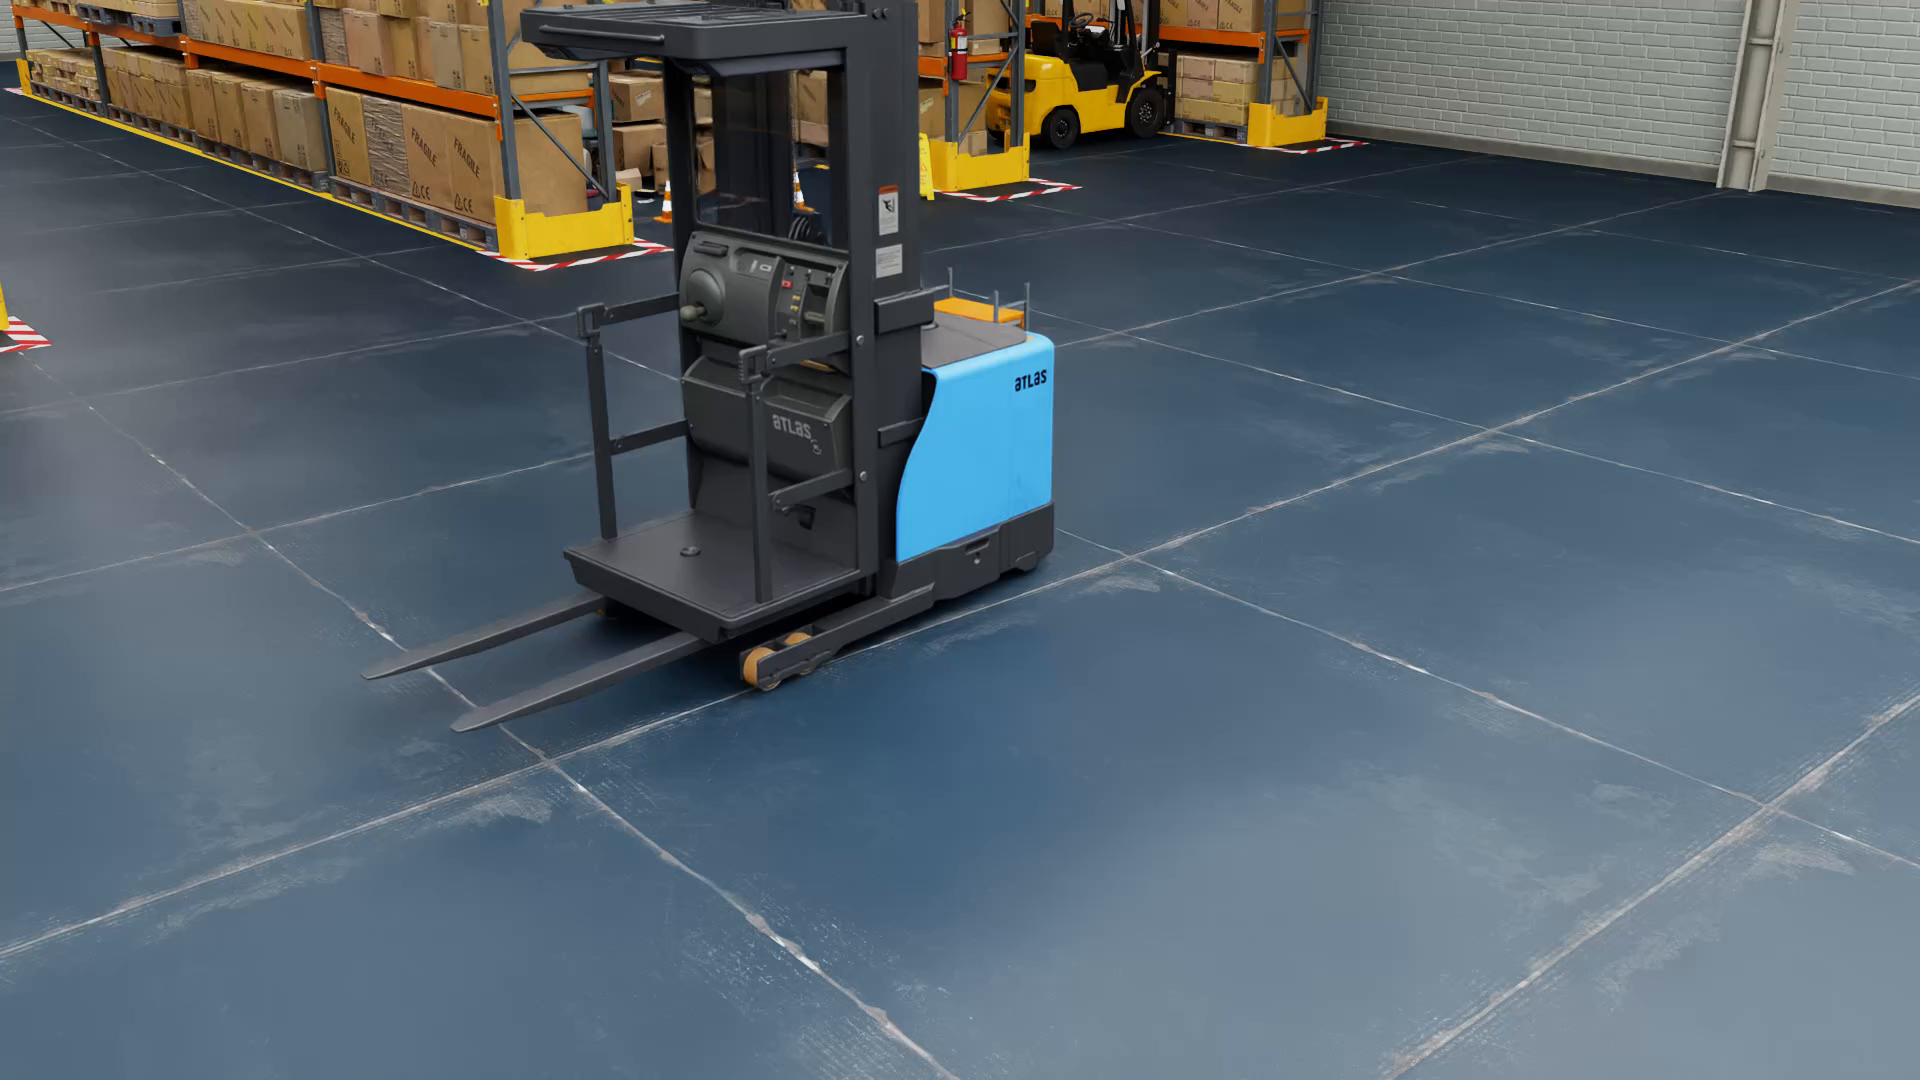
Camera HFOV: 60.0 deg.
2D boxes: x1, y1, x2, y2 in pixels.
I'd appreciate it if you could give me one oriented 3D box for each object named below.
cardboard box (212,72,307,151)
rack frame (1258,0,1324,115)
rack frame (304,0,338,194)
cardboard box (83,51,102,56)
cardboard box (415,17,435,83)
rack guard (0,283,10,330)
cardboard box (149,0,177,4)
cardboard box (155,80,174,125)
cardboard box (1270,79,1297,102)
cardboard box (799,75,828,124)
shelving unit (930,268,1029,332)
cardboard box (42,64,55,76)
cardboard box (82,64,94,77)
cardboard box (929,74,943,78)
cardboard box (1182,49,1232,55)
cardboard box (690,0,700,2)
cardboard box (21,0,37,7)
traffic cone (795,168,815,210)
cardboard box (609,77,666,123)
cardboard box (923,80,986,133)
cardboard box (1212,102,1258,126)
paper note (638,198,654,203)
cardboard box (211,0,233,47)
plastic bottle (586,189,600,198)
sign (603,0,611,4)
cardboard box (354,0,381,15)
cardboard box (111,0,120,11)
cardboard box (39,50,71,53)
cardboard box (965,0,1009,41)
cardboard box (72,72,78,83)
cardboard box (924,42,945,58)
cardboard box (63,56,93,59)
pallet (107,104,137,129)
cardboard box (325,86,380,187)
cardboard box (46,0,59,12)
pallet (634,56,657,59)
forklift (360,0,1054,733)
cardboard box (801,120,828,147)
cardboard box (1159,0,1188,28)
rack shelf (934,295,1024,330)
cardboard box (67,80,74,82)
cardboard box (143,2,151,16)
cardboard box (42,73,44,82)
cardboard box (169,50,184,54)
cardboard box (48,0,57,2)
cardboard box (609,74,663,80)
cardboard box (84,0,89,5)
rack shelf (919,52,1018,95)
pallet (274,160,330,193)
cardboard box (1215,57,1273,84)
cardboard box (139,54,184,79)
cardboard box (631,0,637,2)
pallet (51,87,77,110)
[{"bbox_3d":[-7.742,-4.868,18.808,1.050,0.750,0.750,-17,27,-37],"label":"cardboard box"},{"bbox_3d":[4.019,-6.329,20.029,1.000,3.000,0.127,-17,27,-37],"label":"rack frame"},{"bbox_3d":[-6.034,-5.045,16.751,1.000,3.000,0.127,-17,27,-37],"label":"rack frame"},{"bbox_3d":[-12.822,-7.208,24.793,0.380,0.149,0.250,-19,28,-39],"label":"cardboard box"},{"bbox_3d":[-4.345,-4.433,14.983,0.875,0.550,0.550,-17,27,-37],"label":"cardboard box"},{"bbox_3d":[-7.296,-1.644,11.496,1.175,0.500,0.348,-17,27,-37],"label":"rack guard"},{"bbox_3d":[-9.312,-6.395,19.560,0.380,0.149,0.250,-17,27,-36],"label":"cardboard box"},{"bbox_3d":[-9.608,-5.446,20.626,0.500,0.500,0.500,-16,27,-35],"label":"cardboard box"},{"bbox_3d":[3.870,-5.656,20.821,0.500,0.250,0.500,-17,27,-36],"label":"cardboard box"},{"bbox_3d":[-1.473,-5.000,18.802,0.500,0.500,0.500,-16,26,-35],"label":"cardboard box"},{"bbox_3d":[0.058,-0.669,8.047,0.503,1.200,0.258,18,28,39],"label":"shelving unit"},{"bbox_3d":[-13.271,-6.929,24.486,0.380,0.149,0.250,-16,27,-36],"label":"cardboard box"},{"bbox_3d":[-11.882,-6.498,22.978,0.380,0.149,0.250,-17,27,-37],"label":"cardboard box"},{"bbox_3d":[0.066,-7.089,24.650,0.875,0.625,0.625,-19,28,-40],"label":"cardboard box"},{"bbox_3d":[3.202,-6.165,21.435,0.500,0.250,0.500,-18,27,-38],"label":"cardboard box"},{"bbox_3d":[-3.053,-6.483,20.192,0.380,0.149,0.250,-18,28,-39],"label":"cardboard box"},{"bbox_3d":[-13.571,-7.928,24.458,0.380,0.149,0.250,-18,28,-39],"label":"cardboard box"},{"bbox_3d":[-1.615,-3.418,16.077,0.336,0.463,0.334,-17,27,-37],"label":"traffic cone"},{"bbox_3d":[-3.678,-5.008,19.046,0.500,0.500,0.500,-17,27,-37],"label":"cardboard box"},{"bbox_3d":[-0.071,-4.706,18.051,0.500,0.500,0.500,-19,28,-39],"label":"cardboard box"},{"bbox_3d":[3.473,-5.299,20.594,0.500,0.250,0.500,-17,27,-37],"label":"cardboard box"},{"bbox_3d":[-3.133,-3.382,16.580,0.144,0.017,0.142,-8,23,-19],"label":"paper note"},{"bbox_3d":[-7.893,-5.729,18.361,0.500,0.500,0.500,-17,27,-37],"label":"cardboard box"},{"bbox_3d":[-3.780,-3.518,16.882,0.133,0.061,0.283,12,24,27],"label":"plastic bottle"},{"bbox_3d":[-2.998,-4.510,14.091,0.100,0.325,0.005,-17,27,-37],"label":"sign"},{"bbox_3d":[-5.123,-5.201,15.464,0.875,0.550,0.550,-17,27,-37],"label":"cardboard box"},{"bbox_3d":[-10.328,-6.686,20.709,0.380,0.149,0.250,-19,28,-40],"label":"cardboard box"},{"bbox_3d":[-13.511,-7.232,24.854,0.380,0.149,0.250,-17,27,-36],"label":"cardboard box"},{"bbox_3d":[0.162,-5.528,17.440,0.500,0.500,0.500,-18,28,-38],"label":"cardboard box"},{"bbox_3d":[-12.347,-6.573,23.579,0.380,0.149,0.250,-17,27,-36],"label":"cardboard box"},{"bbox_3d":[-0.145,-5.081,17.189,0.380,0.149,0.250,-16,27,-36],"label":"cardboard box"},{"bbox_3d":[-12.671,-6.874,23.939,0.380,0.149,0.250,-17,27,-37],"label":"cardboard box"},{"bbox_3d":[-10.746,-5.742,22.355,1.003,0.211,1.213,-17,27,-37],"label":"pallet"},{"bbox_3d":[-5.676,-4.061,16.576,0.875,0.875,0.875,-17,27,-37],"label":"cardboard box"},{"bbox_3d":[-12.694,-7.576,23.559,0.380,0.149,0.250,-17,27,-36],"label":"cardboard box"},{"bbox_3d":[-5.854,-9.210,31.209,1.003,0.211,1.213,-17,27,-37],"label":"pallet"},{"bbox_3d":[-0.937,-0.987,6.484,1.130,2.935,3.031,19,28,39],"label":"forklift"},{"bbox_3d":[-1.464,-4.648,18.934,0.500,0.250,0.500,-18,28,-38],"label":"cardboard box"},{"bbox_3d":[2.833,-6.736,20.931,0.500,0.500,0.500,-18,28,-38],"label":"cardboard box"},{"bbox_3d":[0.058,-1.035,7.904,0.480,0.148,0.258,18,28,39],"label":"rack shelf"},{"bbox_3d":[-12.565,-6.525,23.862,0.380,0.149,0.250,-17,27,-36],"label":"cardboard box"},{"bbox_3d":[-9.475,-6.324,19.787,0.380,0.149,0.250,-18,27,-38],"label":"cardboard box"},{"bbox_3d":[-13.534,-6.955,24.961,0.380,0.149,0.250,-18,27,-38],"label":"cardboard box"},{"bbox_3d":[-9.897,-6.203,21.530,0.500,0.250,0.500,-19,28,-40],"label":"cardboard box"},{"bbox_3d":[-12.447,-7.788,23.210,0.500,0.500,0.500,-18,27,-38],"label":"cardboard box"},{"bbox_3d":[-4.111,-5.968,22.135,0.950,0.372,0.625,-18,28,-38],"label":"cardboard box"},{"bbox_3d":[-11.161,-7.040,21.614,0.380,0.149,0.250,-17,27,-37],"label":"cardboard box"},{"bbox_3d":[-1.044,-5.364,18.552,1.077,0.370,4.000,-17,27,-37],"label":"rack shelf"},{"bbox_3d":[-6.594,-3.942,17.758,1.003,0.211,1.213,-17,27,-37],"label":"pallet"},{"bbox_3d":[3.483,-5.762,20.407,0.500,0.250,0.500,-16,27,-36],"label":"cardboard box"},{"bbox_3d":[-9.947,-5.938,20.856,0.500,0.250,0.500,-17,27,-36],"label":"cardboard box"},{"bbox_3d":[-3.992,-6.930,21.334,0.380,0.149,0.250,-16,27,-35],"label":"cardboard box"},{"bbox_3d":[-12.521,-6.471,24.216,1.003,0.211,1.213,-17,27,-37],"label":"pallet"}]
